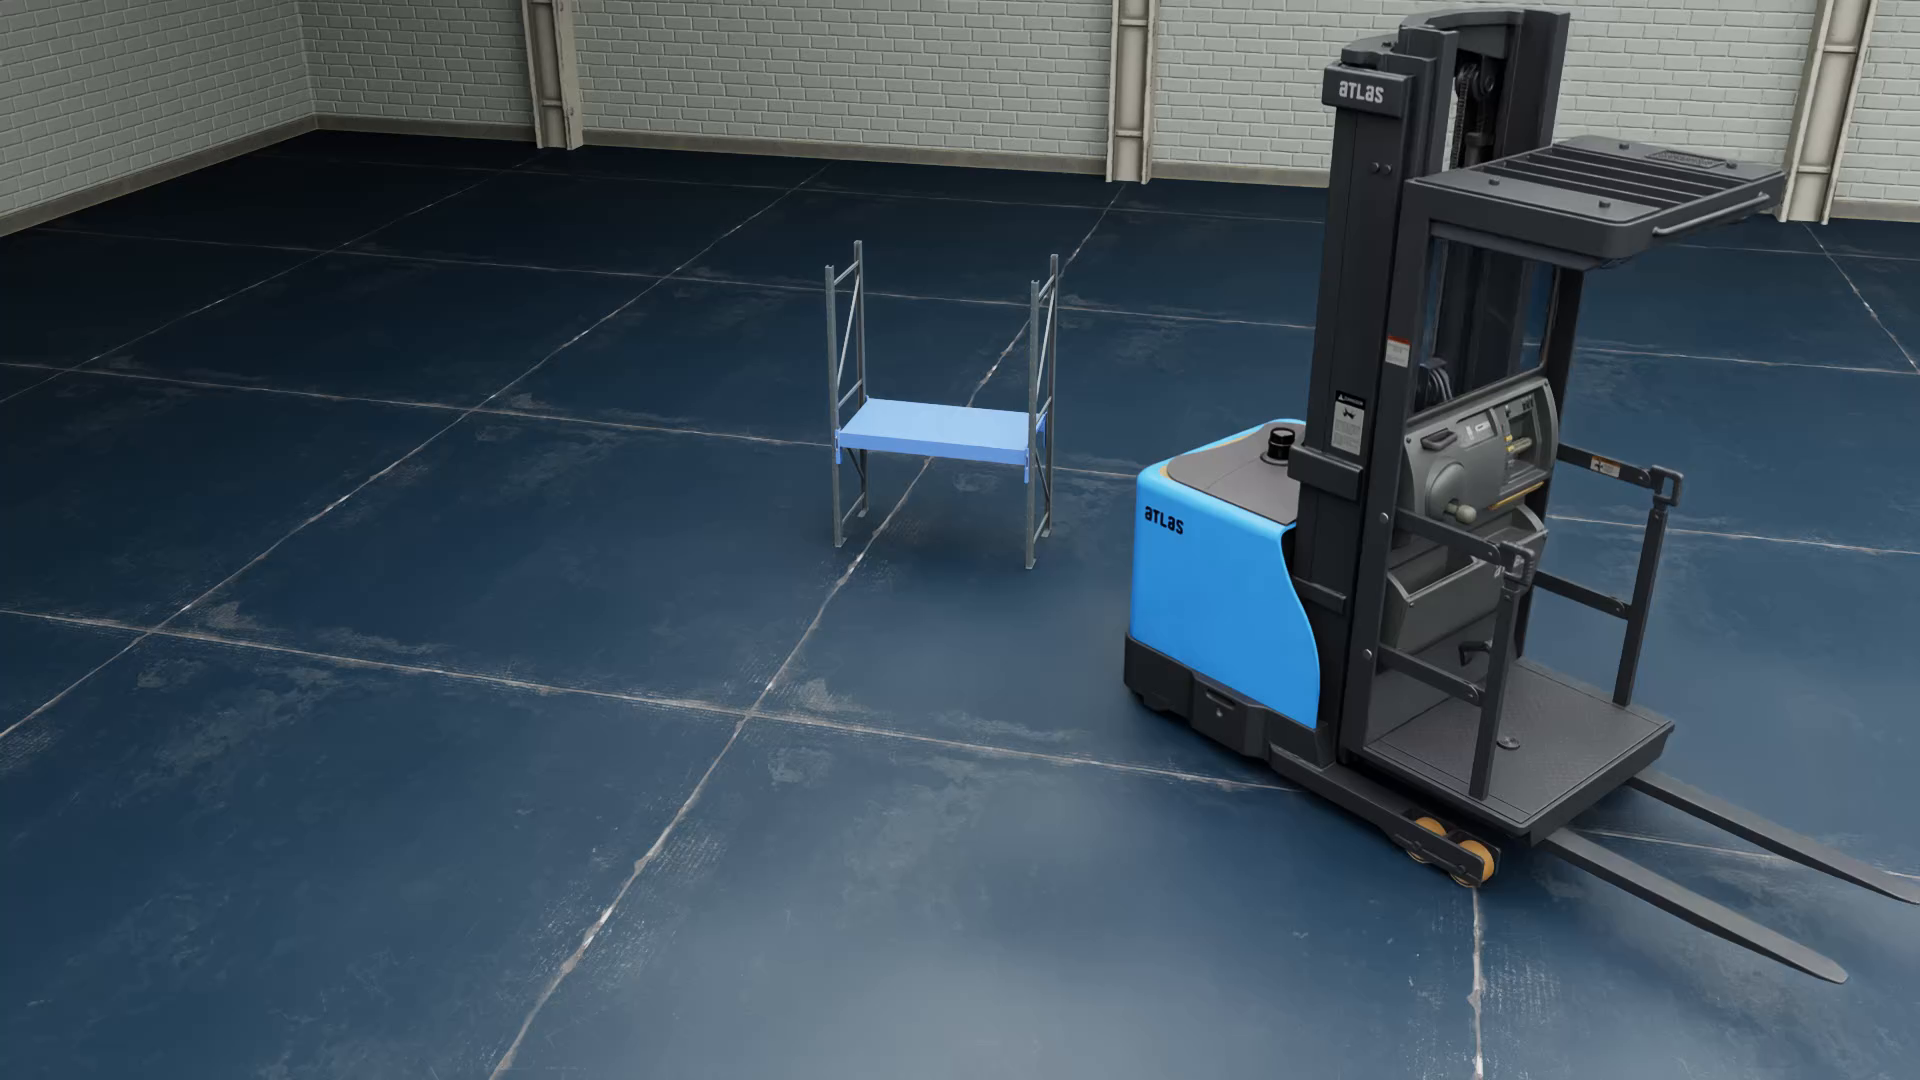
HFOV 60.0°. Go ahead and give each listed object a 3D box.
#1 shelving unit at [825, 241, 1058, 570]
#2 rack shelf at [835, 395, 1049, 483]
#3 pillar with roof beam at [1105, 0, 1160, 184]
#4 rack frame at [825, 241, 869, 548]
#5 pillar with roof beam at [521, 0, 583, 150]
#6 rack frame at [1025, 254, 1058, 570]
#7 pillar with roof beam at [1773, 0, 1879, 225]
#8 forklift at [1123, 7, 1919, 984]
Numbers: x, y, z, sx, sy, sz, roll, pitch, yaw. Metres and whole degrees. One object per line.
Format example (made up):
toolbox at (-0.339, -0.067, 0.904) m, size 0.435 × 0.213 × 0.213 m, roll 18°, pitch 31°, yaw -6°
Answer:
shelving unit at (-0.083, -0.686, 8.447) m, size 1.048 × 1.500 × 0.538 m, roll 6°, pitch 26°, yaw 13°
rack shelf at (-0.083, -0.524, 8.524) m, size 1.000 × 0.185 × 0.538 m, roll 6°, pitch 26°, yaw 13°
pillar with roof beam at (0.556, -5.758, 10.375) m, size 0.400 × 9.000 × 9.100 m, roll 6°, pitch 26°, yaw 13°
rack frame at (-0.575, -0.741, 8.561) m, size 0.032 × 1.500 × 0.500 m, roll 6°, pitch 26°, yaw 13°
pillar with roof beam at (-5.255, -6.400, 11.724) m, size 0.400 × 9.000 × 9.100 m, roll 6°, pitch 26°, yaw 13°
rack frame at (0.410, -0.632, 8.332) m, size 0.032 × 1.500 × 0.500 m, roll 6°, pitch 26°, yaw 13°
pillar with roof beam at (6.367, -5.115, 9.026) m, size 0.400 × 9.000 × 9.100 m, roll 6°, pitch 26°, yaw 13°
forklift at (2.060, -0.300, 5.971) m, size 1.130 × 2.935 × 3.031 m, roll -20°, pitch 32°, yaw -36°
